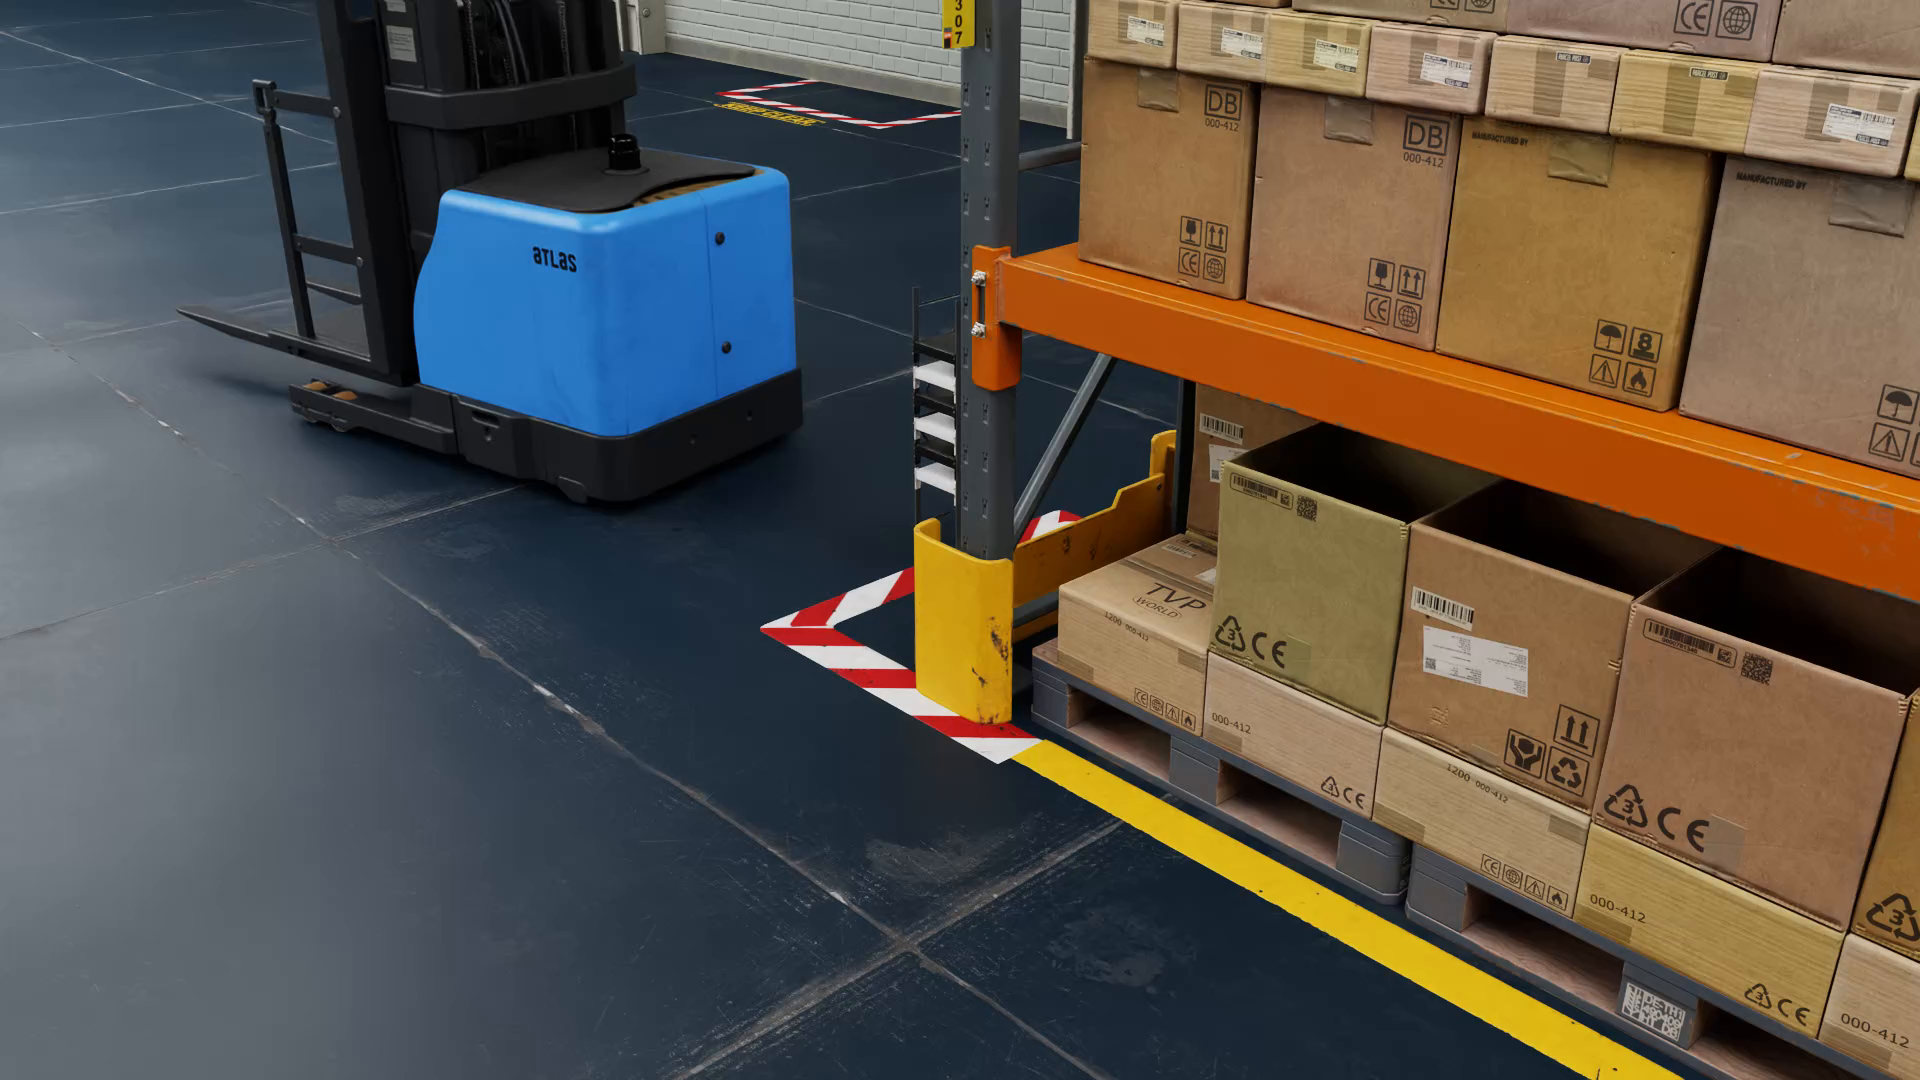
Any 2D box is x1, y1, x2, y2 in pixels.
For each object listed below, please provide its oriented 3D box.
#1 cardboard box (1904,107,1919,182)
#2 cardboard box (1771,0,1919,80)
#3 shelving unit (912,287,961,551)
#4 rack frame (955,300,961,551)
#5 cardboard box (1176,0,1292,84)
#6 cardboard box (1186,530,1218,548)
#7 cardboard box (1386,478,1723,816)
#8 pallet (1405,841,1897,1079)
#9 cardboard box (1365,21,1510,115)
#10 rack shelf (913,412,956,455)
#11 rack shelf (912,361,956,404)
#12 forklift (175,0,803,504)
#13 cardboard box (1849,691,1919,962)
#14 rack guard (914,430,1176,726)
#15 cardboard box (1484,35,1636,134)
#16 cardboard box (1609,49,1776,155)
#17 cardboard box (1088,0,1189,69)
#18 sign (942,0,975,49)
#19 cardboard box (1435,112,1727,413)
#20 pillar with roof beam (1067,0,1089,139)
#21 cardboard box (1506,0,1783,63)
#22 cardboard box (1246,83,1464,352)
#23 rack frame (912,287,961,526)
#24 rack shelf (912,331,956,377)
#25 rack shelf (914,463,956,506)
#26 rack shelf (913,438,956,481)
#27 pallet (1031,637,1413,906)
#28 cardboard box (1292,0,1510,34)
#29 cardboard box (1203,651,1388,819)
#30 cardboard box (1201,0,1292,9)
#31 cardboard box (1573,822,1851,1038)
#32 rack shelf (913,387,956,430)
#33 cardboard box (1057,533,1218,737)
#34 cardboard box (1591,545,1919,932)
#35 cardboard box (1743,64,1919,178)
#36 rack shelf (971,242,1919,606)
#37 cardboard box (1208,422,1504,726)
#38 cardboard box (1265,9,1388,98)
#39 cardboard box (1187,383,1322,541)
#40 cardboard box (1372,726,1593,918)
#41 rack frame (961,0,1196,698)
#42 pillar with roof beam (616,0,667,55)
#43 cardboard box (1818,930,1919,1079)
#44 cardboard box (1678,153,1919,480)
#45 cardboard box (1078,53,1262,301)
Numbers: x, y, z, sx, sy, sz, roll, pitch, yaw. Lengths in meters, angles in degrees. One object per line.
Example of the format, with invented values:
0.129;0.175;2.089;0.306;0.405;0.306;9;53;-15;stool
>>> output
1.747;-0.663;2.688;0.380;0.149;0.250;-20;31;-37;cardboard box
1.803;-1.061;2.777;0.700;0.500;0.500;-21;32;-38;cardboard box
0.005;-0.407;5.558;0.258;0.900;0.210;-21;32;-38;shelving unit
0.075;-0.376;5.490;0.240;0.900;0.006;-21;32;-38;rack frame
0.699;-1.129;3.710;0.380;0.149;0.250;-22;33;-40;cardboard box
0.988;0.091;4.744;0.500;0.250;0.500;-21;32;-38;cardboard box
1.304;0.195;3.612;0.500;0.500;0.500;-21;32;-38;cardboard box
1.789;0.810;3.720;1.003;0.211;1.213;-21;32;-38;pallet
1.040;-0.976;3.374;0.380;0.149;0.250;-22;32;-39;cardboard box
0.005;-0.377;5.572;0.258;0.077;0.200;-21;32;-38;rack shelf
0.005;-0.541;5.497;0.258;0.077;0.200;-21;32;-38;rack shelf
-2.117;-1.926;6.441;3.031;2.935;1.130;16;29;32;forklift
1.986;0.499;2.946;0.500;0.500;0.500;-21;32;-38;cardboard box
0.390;0.082;4.968;1.175;0.500;0.348;-21;32;-38;rack guard
1.224;-0.896;3.199;0.250;0.149;0.380;23;33;40;cardboard box
1.399;-0.819;3.029;0.380;0.149;0.250;-22;32;-39;cardboard box
0.517;-1.209;3.883;0.380;0.149;0.250;-22;32;-39;cardboard box
-0.003;-1.322;3.896;0.100;0.325;0.005;-21;32;-38;sign
1.413;-0.639;3.415;0.700;0.500;0.500;-21;32;-38;cardboard box
-2.114;-5.814;7.652;9.100;9.000;0.400;-21;32;-38;pillar with roof beam
1.460;-1.212;3.110;0.700;0.500;0.500;-21;32;-38;cardboard box
1.078;-0.791;3.749;0.700;0.500;0.500;-20;31;-37;cardboard box
-0.064;-0.438;5.625;0.240;0.900;0.006;-21;32;-38;rack frame
0.005;-0.622;5.460;0.258;0.077;0.200;-21;32;-38;rack shelf
0.005;-0.213;5.646;0.258;0.077;0.200;-21;32;-38;rack shelf
0.005;-0.295;5.609;0.258;0.077;0.200;-21;32;-38;rack shelf
0.959;0.440;4.530;1.003;0.211;1.213;-21;32;-38;pallet
1.115;-1.365;3.444;0.700;0.500;0.500;-22;33;-40;cardboard box
0.955;0.388;4.093;0.500;0.250;0.500;-21;32;-38;cardboard box
0.752;-1.523;3.790;0.700;0.500;0.500;-21;32;-38;cardboard box
1.634;0.692;3.425;0.500;0.250;0.500;-21;32;-38;cardboard box
0.005;-0.459;5.534;0.258;0.077;0.200;-21;32;-38;rack shelf
0.610;0.237;4.422;0.500;0.250;0.500;-21;32;-38;cardboard box
1.633;0.351;3.269;0.500;0.500;0.500;-21;32;-38;cardboard box
1.567;-0.743;2.862;0.380;0.149;0.250;-21;32;-38;cardboard box
1.773;-0.115;3.254;1.077;0.370;4.000;-21;32;-38;rack shelf
0.953;0.047;3.936;0.500;0.500;0.500;-21;32;-38;cardboard box
0.869;-1.054;3.543;0.380;0.149;0.250;-21;32;-38;cardboard box
0.990;-0.251;4.590;0.500;0.500;0.500;-21;32;-38;cardboard box
1.296;0.539;3.760;0.500;0.250;0.500;-21;32;-38;cardboard box
0.406;-1.048;4.433;1.000;3.000;0.127;-21;32;-38;rack frame
-6.215;-7.632;11.636;9.100;9.000;0.400;-21;32;-38;pillar with roof beam
1.976;0.844;3.094;0.500;0.250;0.500;-21;32;-38;cardboard box
1.776;-0.480;3.068;0.700;0.500;0.500;-20;31;-37;cardboard box
0.716;-0.948;4.095;0.700;0.500;0.500;-21;32;-38;cardboard box
